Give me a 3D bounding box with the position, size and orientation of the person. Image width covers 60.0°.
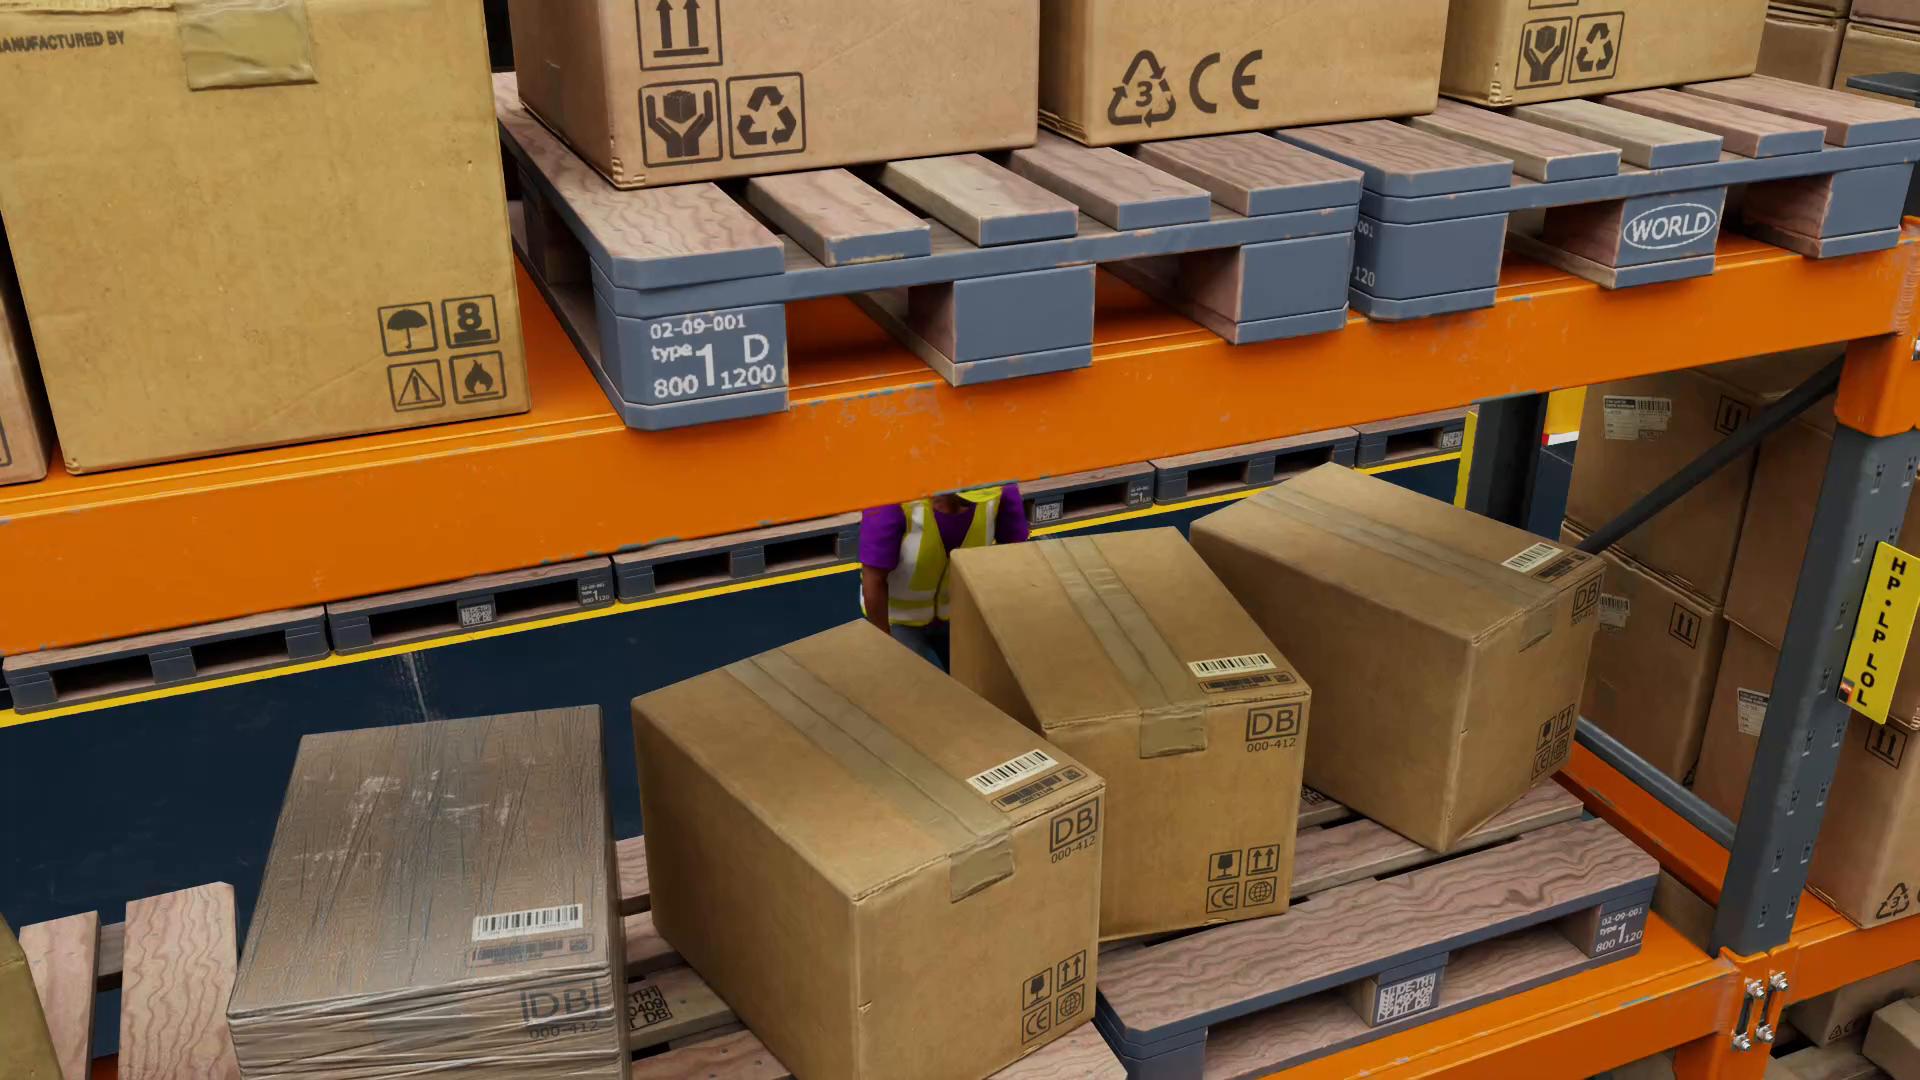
[{"bbox_3d":[-0.050,0.281,5.682,0.616,1.613,0.599,-10,28,-20],"label":"person"}]
